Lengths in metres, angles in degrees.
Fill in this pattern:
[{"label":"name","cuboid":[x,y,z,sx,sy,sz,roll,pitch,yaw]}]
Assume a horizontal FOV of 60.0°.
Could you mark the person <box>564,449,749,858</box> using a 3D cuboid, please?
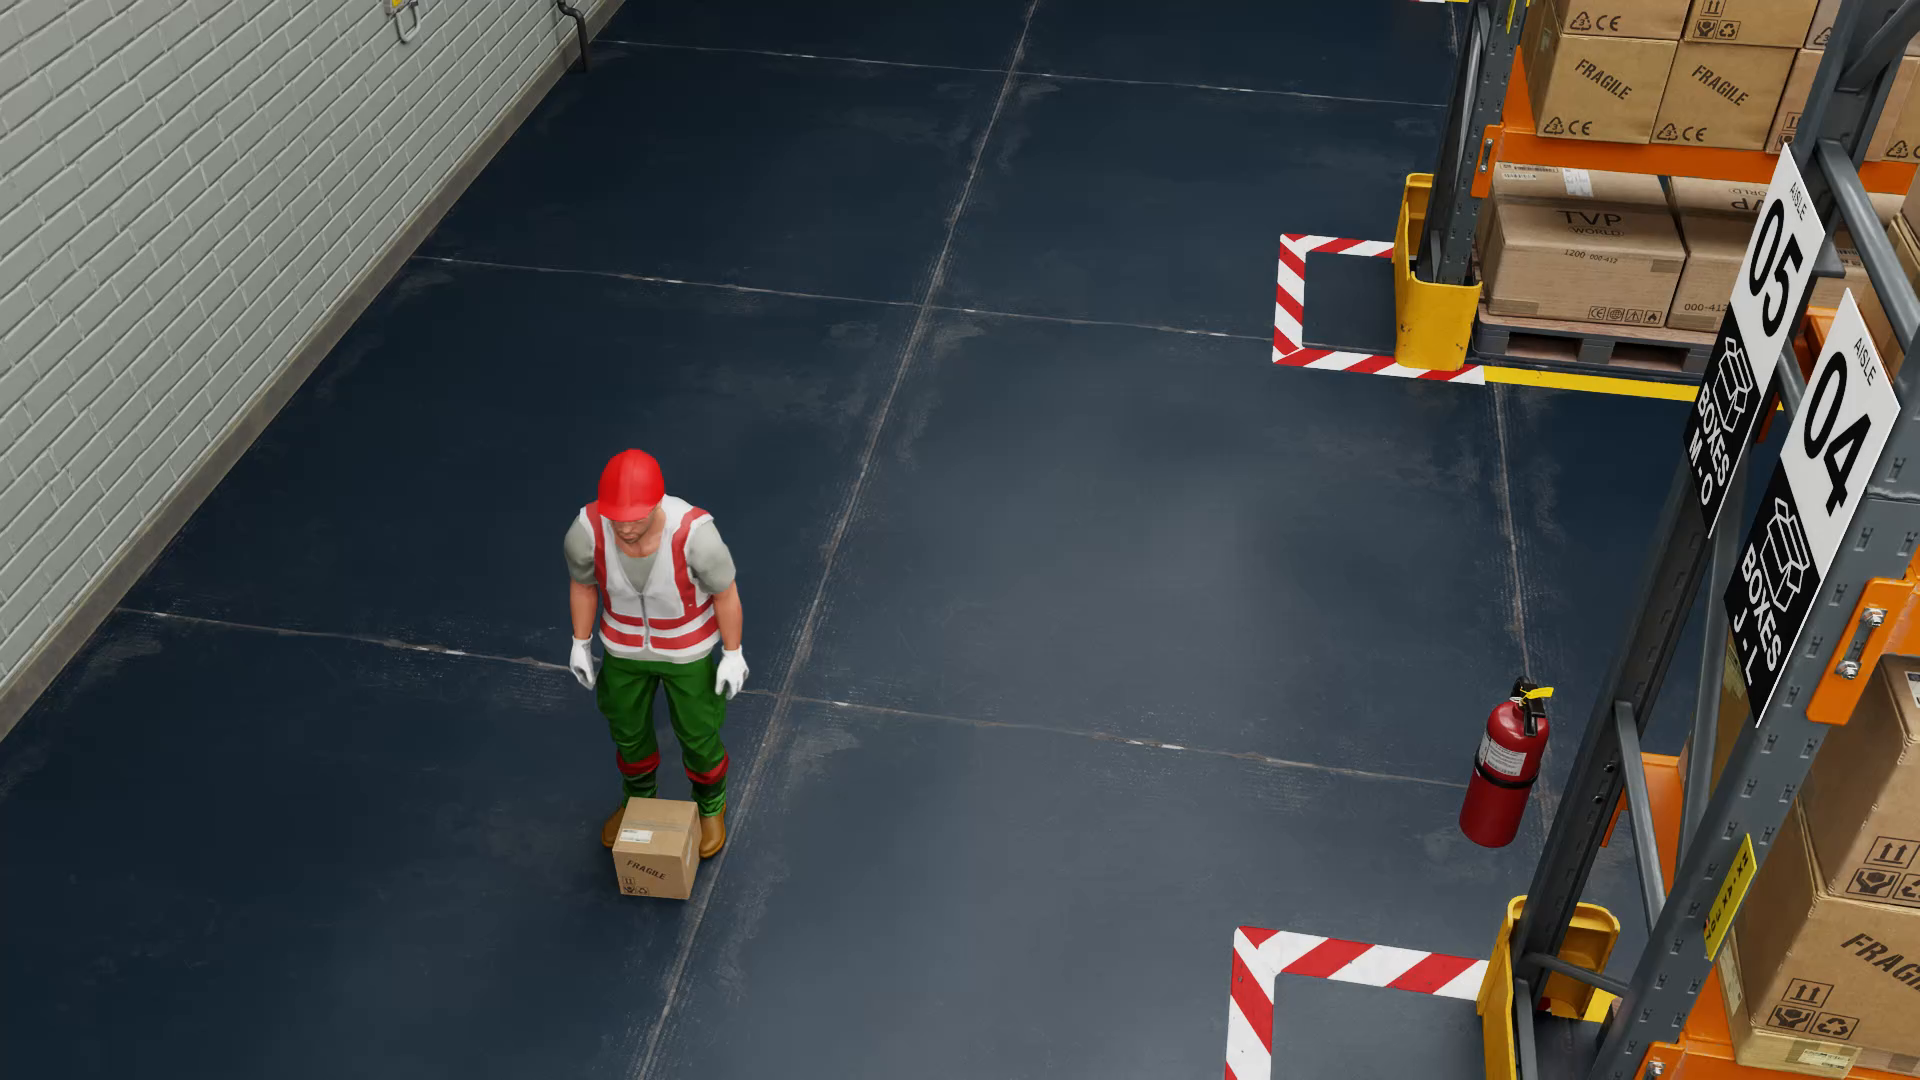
[{"label":"person","cuboid":[-1.032,0.388,5.685,0.619,1.779,0.450,4,40,5]}]
